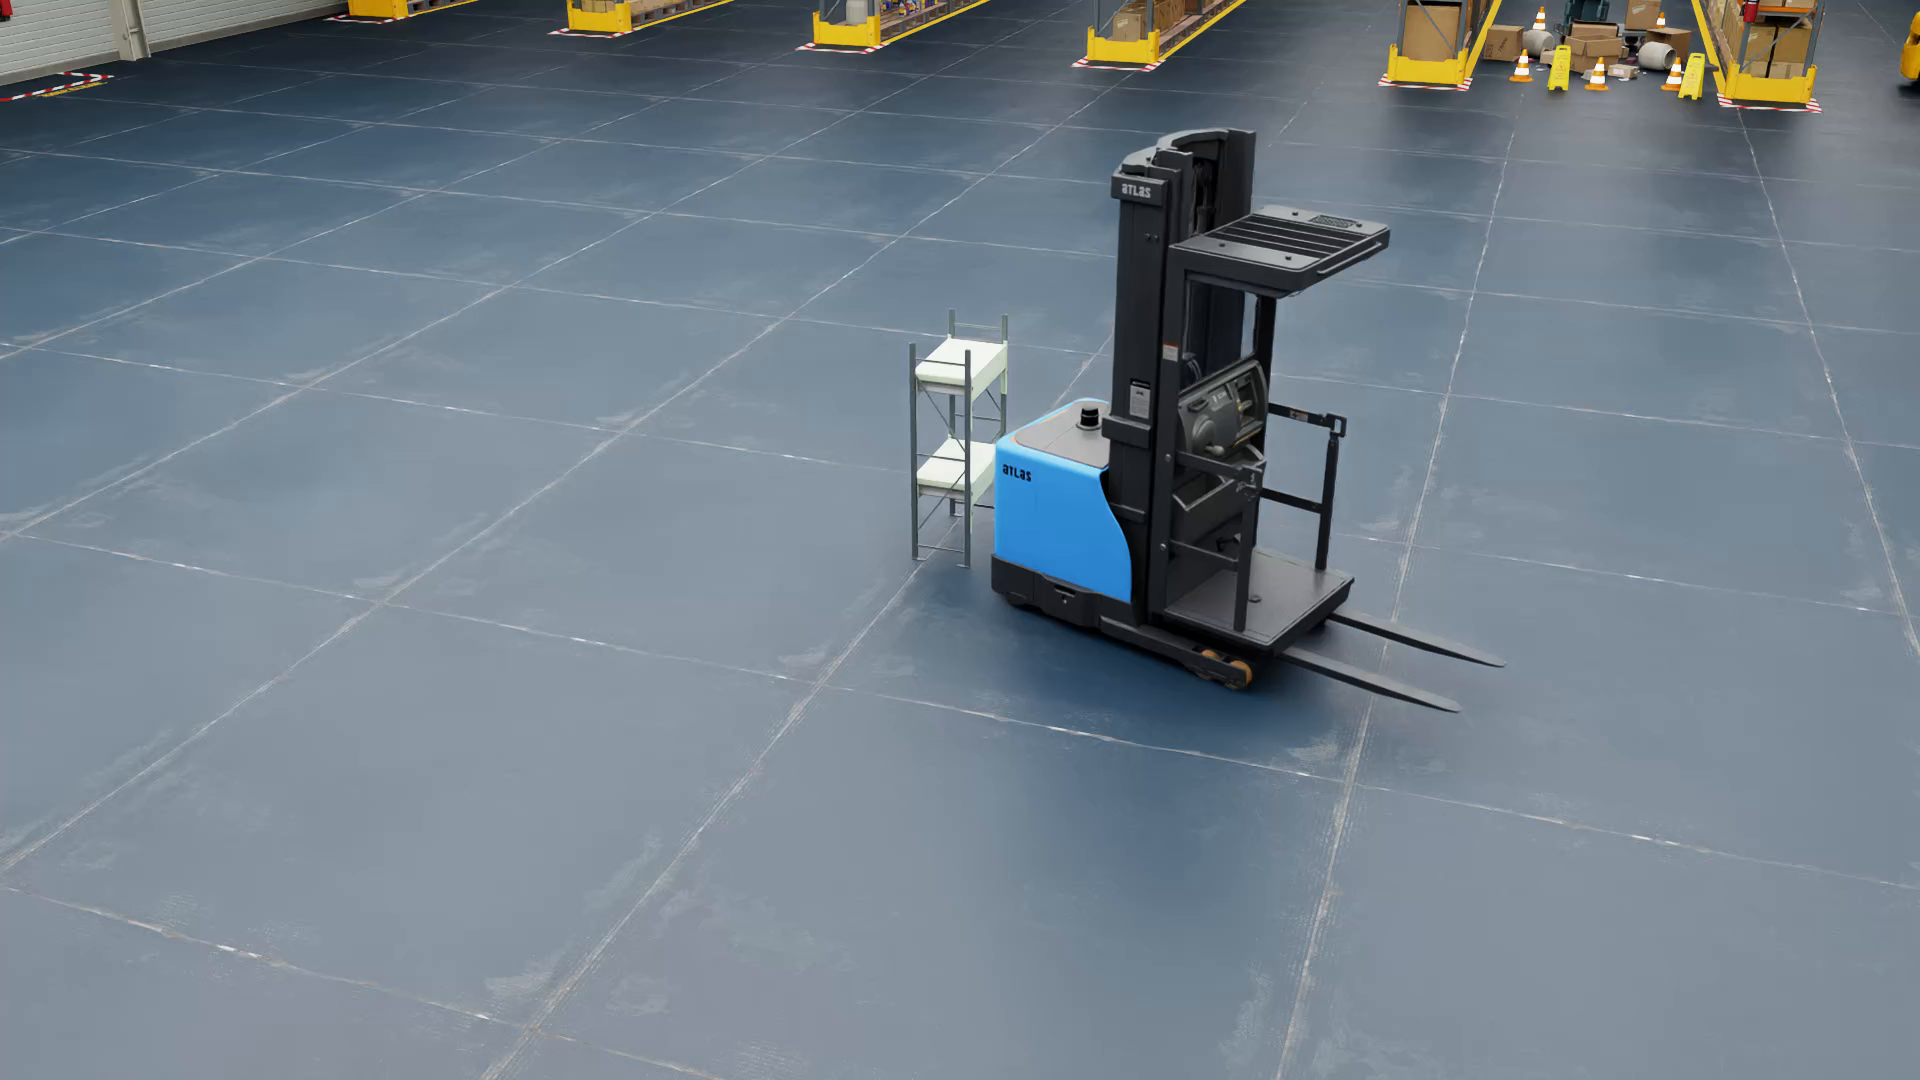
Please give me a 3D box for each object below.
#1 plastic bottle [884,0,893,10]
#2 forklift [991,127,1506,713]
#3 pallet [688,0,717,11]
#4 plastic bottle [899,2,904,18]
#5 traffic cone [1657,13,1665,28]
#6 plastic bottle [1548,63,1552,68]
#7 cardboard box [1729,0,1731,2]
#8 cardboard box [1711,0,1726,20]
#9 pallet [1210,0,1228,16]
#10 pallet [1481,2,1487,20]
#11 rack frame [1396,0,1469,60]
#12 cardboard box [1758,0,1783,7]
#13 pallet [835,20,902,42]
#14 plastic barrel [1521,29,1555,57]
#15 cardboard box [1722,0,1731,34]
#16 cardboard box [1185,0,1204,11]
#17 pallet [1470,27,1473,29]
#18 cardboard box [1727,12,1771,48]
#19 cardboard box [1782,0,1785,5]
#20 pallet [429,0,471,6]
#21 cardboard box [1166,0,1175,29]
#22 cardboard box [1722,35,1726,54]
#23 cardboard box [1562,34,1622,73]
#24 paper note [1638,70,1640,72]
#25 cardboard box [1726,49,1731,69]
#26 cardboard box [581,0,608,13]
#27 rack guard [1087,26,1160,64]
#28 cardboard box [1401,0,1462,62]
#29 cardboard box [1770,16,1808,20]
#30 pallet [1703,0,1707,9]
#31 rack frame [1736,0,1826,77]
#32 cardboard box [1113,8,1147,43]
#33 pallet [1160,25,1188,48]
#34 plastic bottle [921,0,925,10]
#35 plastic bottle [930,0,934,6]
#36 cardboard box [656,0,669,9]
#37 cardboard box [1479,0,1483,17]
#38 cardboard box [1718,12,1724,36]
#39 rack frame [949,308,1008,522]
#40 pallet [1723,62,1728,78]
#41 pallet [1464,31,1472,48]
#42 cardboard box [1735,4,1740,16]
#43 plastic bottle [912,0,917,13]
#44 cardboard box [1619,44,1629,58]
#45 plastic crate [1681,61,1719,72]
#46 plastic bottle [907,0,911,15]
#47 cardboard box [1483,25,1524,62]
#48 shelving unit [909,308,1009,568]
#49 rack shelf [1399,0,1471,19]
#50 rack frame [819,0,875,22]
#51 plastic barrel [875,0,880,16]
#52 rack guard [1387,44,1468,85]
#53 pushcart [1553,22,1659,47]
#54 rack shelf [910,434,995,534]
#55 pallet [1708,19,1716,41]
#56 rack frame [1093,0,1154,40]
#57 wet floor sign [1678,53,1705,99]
[{"bbox_3d":[-1.358,-10.164,31.421,0.152,0.276,0.135,9,27,17],"label":"plastic bottle"},{"bbox_3d":[1.668,-0.724,9.382,3.031,2.935,1.130,19,32,34],"label":"forklift"},{"bbox_3d":[-5.615,-10.871,33.461,1.003,0.211,1.213,9,27,17],"label":"pallet"},{"bbox_3d":[-1.075,-9.753,30.578,0.097,0.271,0.097,0,26,0],"label":"plastic bottle"},{"bbox_3d":[12.467,-9.143,29.602,0.336,0.463,0.334,9,27,17],"label":"traffic cone"},{"bbox_3d":[9.708,-7.765,27.218,0.133,0.061,0.283,0,26,-1],"label":"plastic bottle"},{"bbox_3d":[12.825,-8.907,27.272,0.380,0.149,0.250,9,27,18],"label":"cardboard box"},{"bbox_3d":[14.270,-9.687,30.348,0.950,0.372,0.625,8,27,16],"label":"cardboard box"},{"bbox_3d":[4.691,-10.577,32.853,1.003,0.211,1.213,9,27,17],"label":"pallet"},{"bbox_3d":[9.671,-10.324,32.330,1.003,0.211,1.213,9,27,17],"label":"pallet"},{"bbox_3d":[7.342,-8.604,25.579,1.000,3.000,0.127,9,27,17],"label":"rack frame"},{"bbox_3d":[11.966,-8.000,24.618,0.380,0.149,0.250,10,27,19],"label":"cardboard box"},{"bbox_3d":[-1.716,-9.199,30.008,1.003,0.211,1.213,9,27,17],"label":"pallet"},{"bbox_3d":[9.742,-8.400,28.113,0.421,0.421,0.512,-14,29,-27],"label":"plastic barrel"},{"bbox_3d":[12.923,-8.657,27.501,0.500,0.500,0.500,10,28,20],"label":"cardboard box"},{"bbox_3d":[4.254,-10.331,31.509,0.700,0.500,0.500,7,27,13],"label":"cardboard box"},{"bbox_3d":[8.859,-9.321,30.259,1.003,0.211,1.213,9,27,17],"label":"pallet"},{"bbox_3d":[12.409,-8.005,26.155,0.500,0.500,0.500,8,27,16],"label":"cardboard box"},{"bbox_3d":[12.422,-8.030,24.682,0.380,0.149,0.250,9,27,18],"label":"cardboard box"},{"bbox_3d":[-10.578,-11.125,33.984,1.003,0.211,1.213,9,27,17],"label":"pallet"},{"bbox_3d":[3.542,-9.411,29.632,0.500,0.500,0.500,6,27,13],"label":"cardboard box"},{"bbox_3d":[12.756,-8.099,27.208,0.500,0.250,0.500,10,28,20],"label":"cardboard box"},{"bbox_3d":[10.240,-7.893,26.975,0.797,0.503,0.637,-9,27,-18],"label":"cardboard box"},{"bbox_3d":[10.905,-7.591,26.906,0.148,0.019,0.142,20,32,35],"label":"paper note"},{"bbox_3d":[12.238,-7.462,25.894,0.500,0.250,0.500,9,27,18],"label":"cardboard box"},{"bbox_3d":[-6.743,-10.018,31.172,0.500,0.250,0.500,9,27,17],"label":"cardboard box"},{"bbox_3d":[2.723,-8.271,27.759,1.175,0.500,0.348,9,27,17],"label":"rack guard"},{"bbox_3d":[7.505,-8.125,26.546,0.875,0.875,0.875,9,27,18],"label":"cardboard box"},{"bbox_3d":[12.924,-7.939,26.017,0.500,0.500,0.500,9,27,18],"label":"cardboard box"},{"bbox_3d":[15.447,-10.773,33.258,1.003,0.211,1.213,9,27,17],"label":"pallet"},{"bbox_3d":[12.043,-7.928,24.182,1.000,3.000,0.127,9,27,17],"label":"rack frame"},{"bbox_3d":[2.922,-8.683,28.128,0.500,0.500,0.500,14,29,27],"label":"cardboard box"},{"bbox_3d":[3.435,-8.970,29.533,1.003,0.211,1.213,9,27,17],"label":"pallet"},{"bbox_3d":[-0.755,-10.215,31.440,0.144,0.351,0.185,9,27,17],"label":"plastic bottle"},{"bbox_3d":[-0.584,-10.426,31.877,0.144,0.351,0.185,8,27,16],"label":"plastic bottle"},{"bbox_3d":[-5.924,-10.354,31.866,0.500,0.250,0.500,9,27,17],"label":"cardboard box"},{"bbox_3d":[9.119,-10.088,30.744,1.050,0.750,0.750,9,27,17],"label":"cardboard box"},{"bbox_3d":[13.547,-8.794,28.504,0.950,0.372,0.625,9,27,18],"label":"cardboard box"},{"bbox_3d":[0.120,-0.823,11.228,0.400,1.500,0.023,9,27,17],"label":"rack frame"},{"bbox_3d":[12.780,-7.532,26.565,1.003,0.211,1.213,9,27,17],"label":"pallet"},{"bbox_3d":[8.346,-8.692,28.960,1.003,0.211,1.213,9,27,17],"label":"pallet"},{"bbox_3d":[12.299,-8.247,25.910,0.380,0.149,0.250,10,28,20],"label":"cardboard box"},{"bbox_3d":[-0.861,-10.018,31.126,0.097,0.271,0.097,0,26,0],"label":"plastic bottle"},{"bbox_3d":[11.079,-8.318,28.124,0.258,0.266,0.396,-9,27,-18],"label":"cardboard box"},{"bbox_3d":[12.079,-7.731,27.126,0.402,0.080,0.583,0,26,-1],"label":"plastic crate"},{"bbox_3d":[-0.961,-9.894,30.869,0.097,0.271,0.097,0,26,0],"label":"plastic bottle"},{"bbox_3d":[9.124,-8.337,27.893,0.500,0.500,0.500,14,29,26],"label":"cardboard box"},{"bbox_3d":[-0.002,-0.672,10.917,0.431,1.500,0.755,9,27,17],"label":"shelving unit"},{"bbox_3d":[8.007,-9.102,27.433,1.077,0.370,4.000,9,27,17],"label":"rack shelf"},{"bbox_3d":[-1.973,-10.083,28.634,1.000,3.000,0.127,9,27,17],"label":"rack frame"},{"bbox_3d":[-1.659,-9.640,30.091,0.421,0.512,0.421,0,26,0],"label":"plastic barrel"},{"bbox_3d":[7.334,-7.469,26.103,1.175,0.500,0.348,9,27,17],"label":"rack guard"},{"bbox_3d":[11.208,-8.702,28.789,1.648,0.377,0.936,0,26,-1],"label":"pushcart"},{"bbox_3d":[-0.002,-0.379,11.060,0.431,0.370,0.720,9,27,17],"label":"rack shelf"},{"bbox_3d":[14.036,-9.140,29.885,1.003,0.211,1.213,9,27,17],"label":"pallet"},{"bbox_3d":[2.698,-9.365,27.150,1.000,3.000,0.127,9,27,17],"label":"rack frame"},{"bbox_3d":[10.971,-6.945,24.854,0.267,0.644,0.232,20,32,35],"label":"wet floor sign"}]
